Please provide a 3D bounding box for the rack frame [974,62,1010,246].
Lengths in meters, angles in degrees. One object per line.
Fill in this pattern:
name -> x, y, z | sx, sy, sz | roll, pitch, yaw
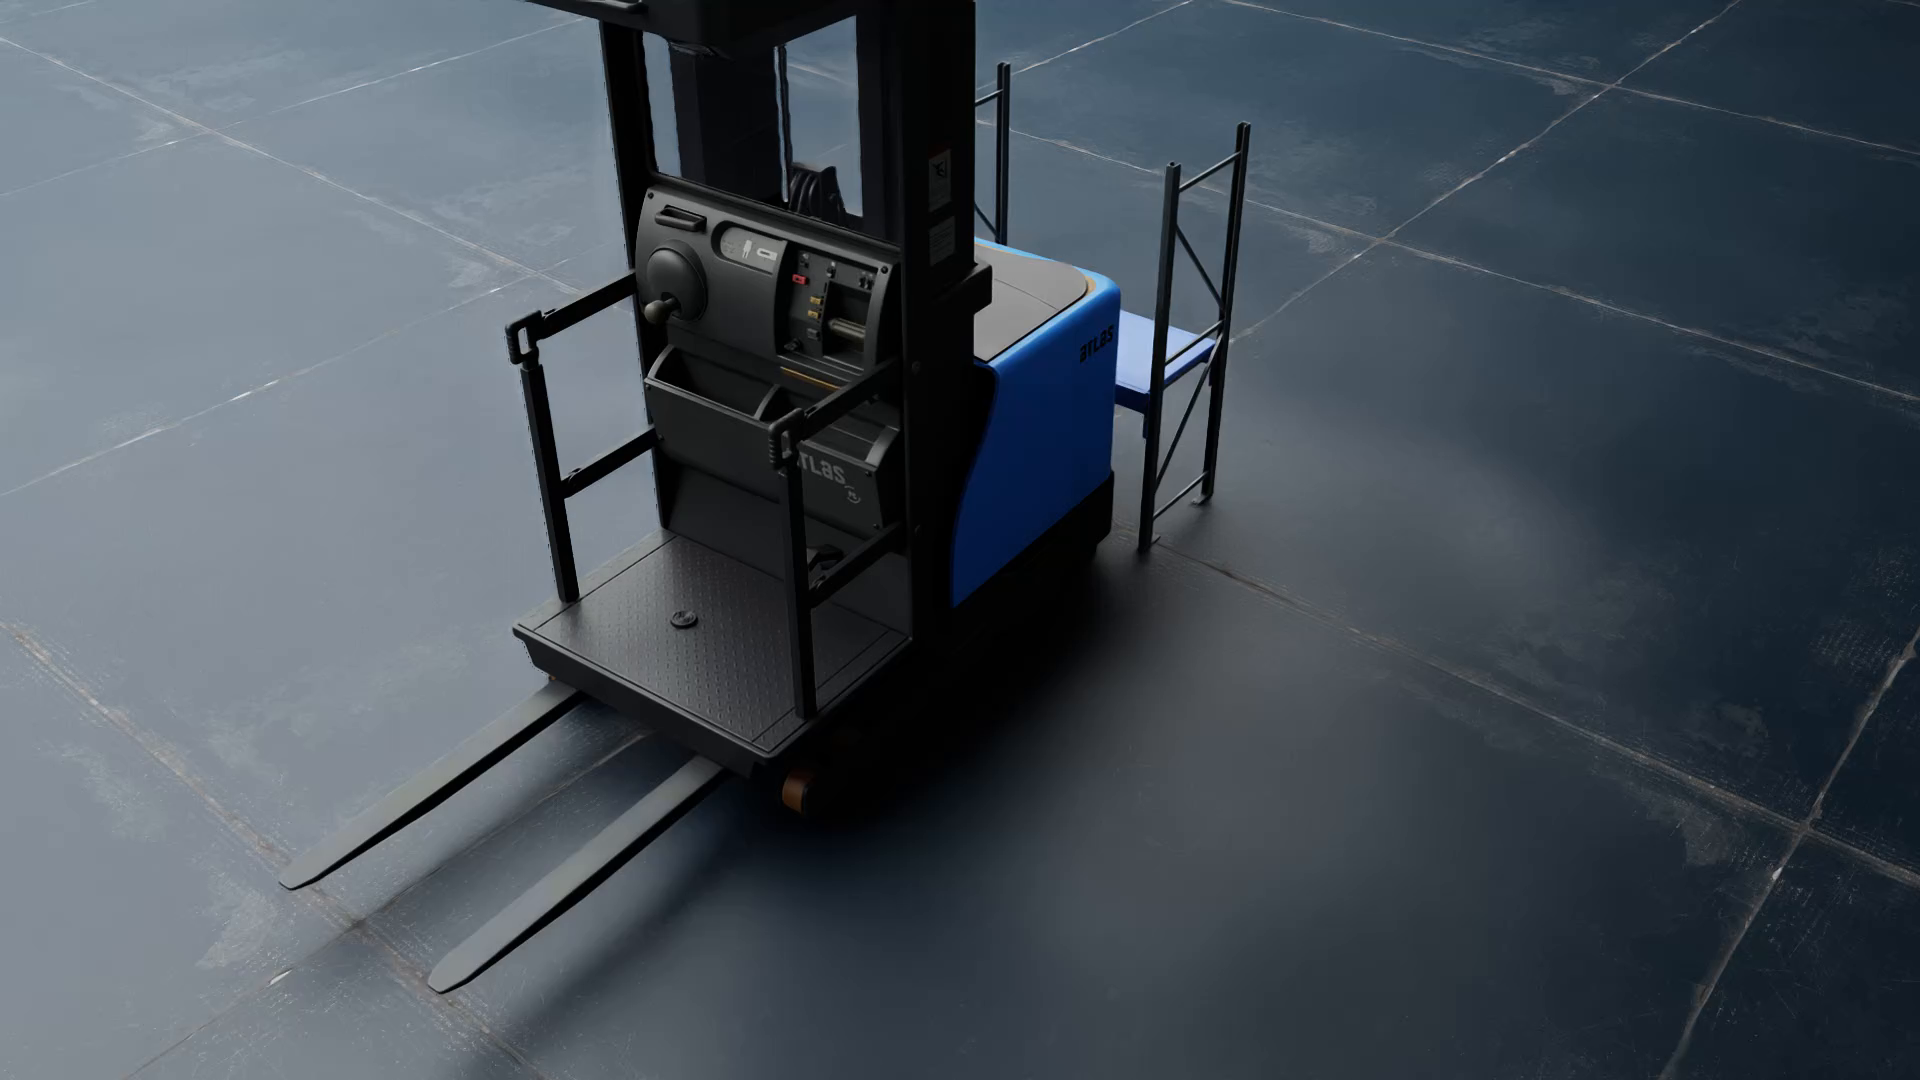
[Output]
rack frame -> 0.023, -1.047, 6.450 | 0.032, 1.500, 0.500 | 24, 41, 30

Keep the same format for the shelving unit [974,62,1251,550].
shelving unit -> 0.426, -0.872, 6.195 | 1.048, 1.500, 0.538 | 24, 41, 30

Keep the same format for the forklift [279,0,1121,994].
forklift -> -0.701, -0.688, 4.663 | 1.130, 2.935, 3.031 | 22, 40, 29

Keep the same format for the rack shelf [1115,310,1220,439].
rack shelf -> 0.426, -0.724, 6.296 | 1.000, 0.185, 0.538 | 24, 41, 30

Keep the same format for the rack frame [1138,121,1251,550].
rack frame -> 0.829, -0.696, 5.939 | 0.032, 1.500, 0.500 | 24, 41, 30
